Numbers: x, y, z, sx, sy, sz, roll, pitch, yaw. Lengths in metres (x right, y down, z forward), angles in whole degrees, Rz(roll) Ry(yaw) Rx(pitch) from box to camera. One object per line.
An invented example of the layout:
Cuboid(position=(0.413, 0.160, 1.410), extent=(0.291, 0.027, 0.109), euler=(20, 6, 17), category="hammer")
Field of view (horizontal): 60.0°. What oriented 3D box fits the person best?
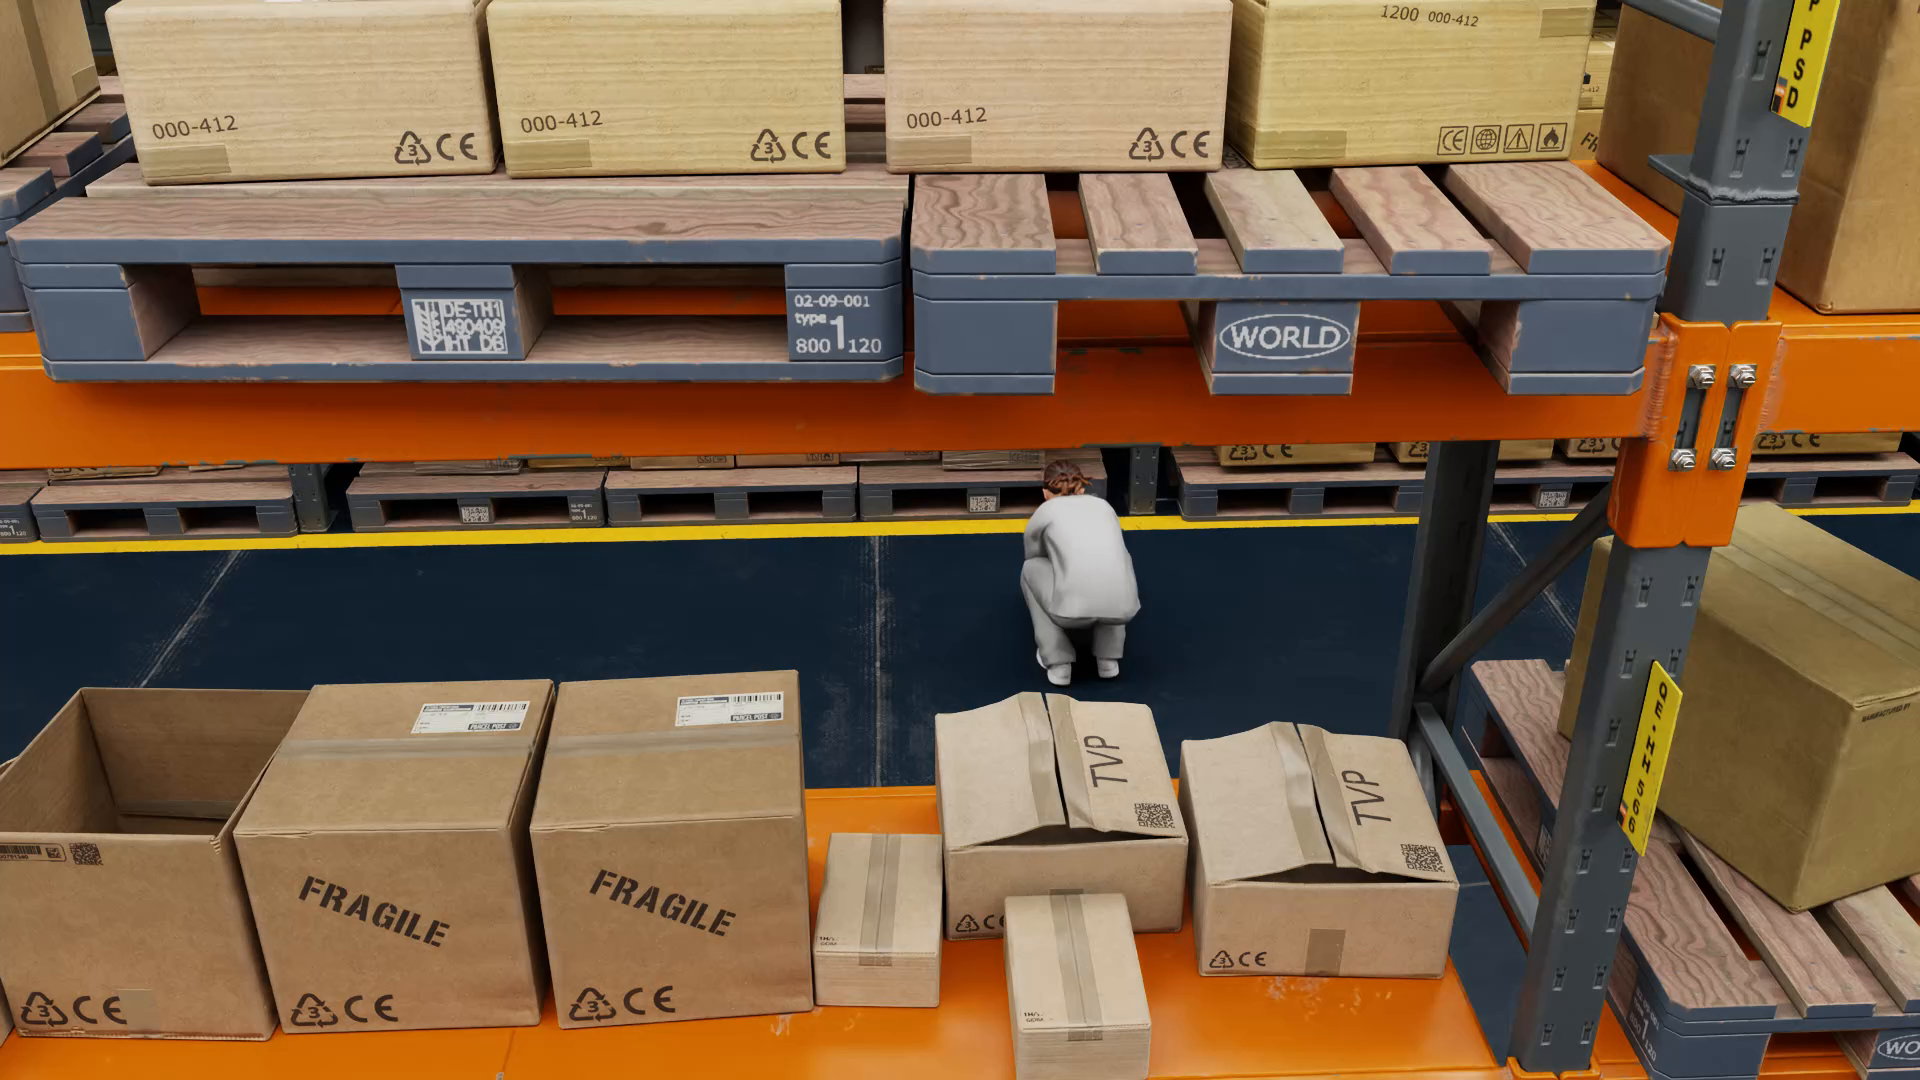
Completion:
Cuboid(position=(0.491, 0.162, 6.888), extent=(0.467, 0.821, 0.834), euler=(-2, 28, -3), category="person")
